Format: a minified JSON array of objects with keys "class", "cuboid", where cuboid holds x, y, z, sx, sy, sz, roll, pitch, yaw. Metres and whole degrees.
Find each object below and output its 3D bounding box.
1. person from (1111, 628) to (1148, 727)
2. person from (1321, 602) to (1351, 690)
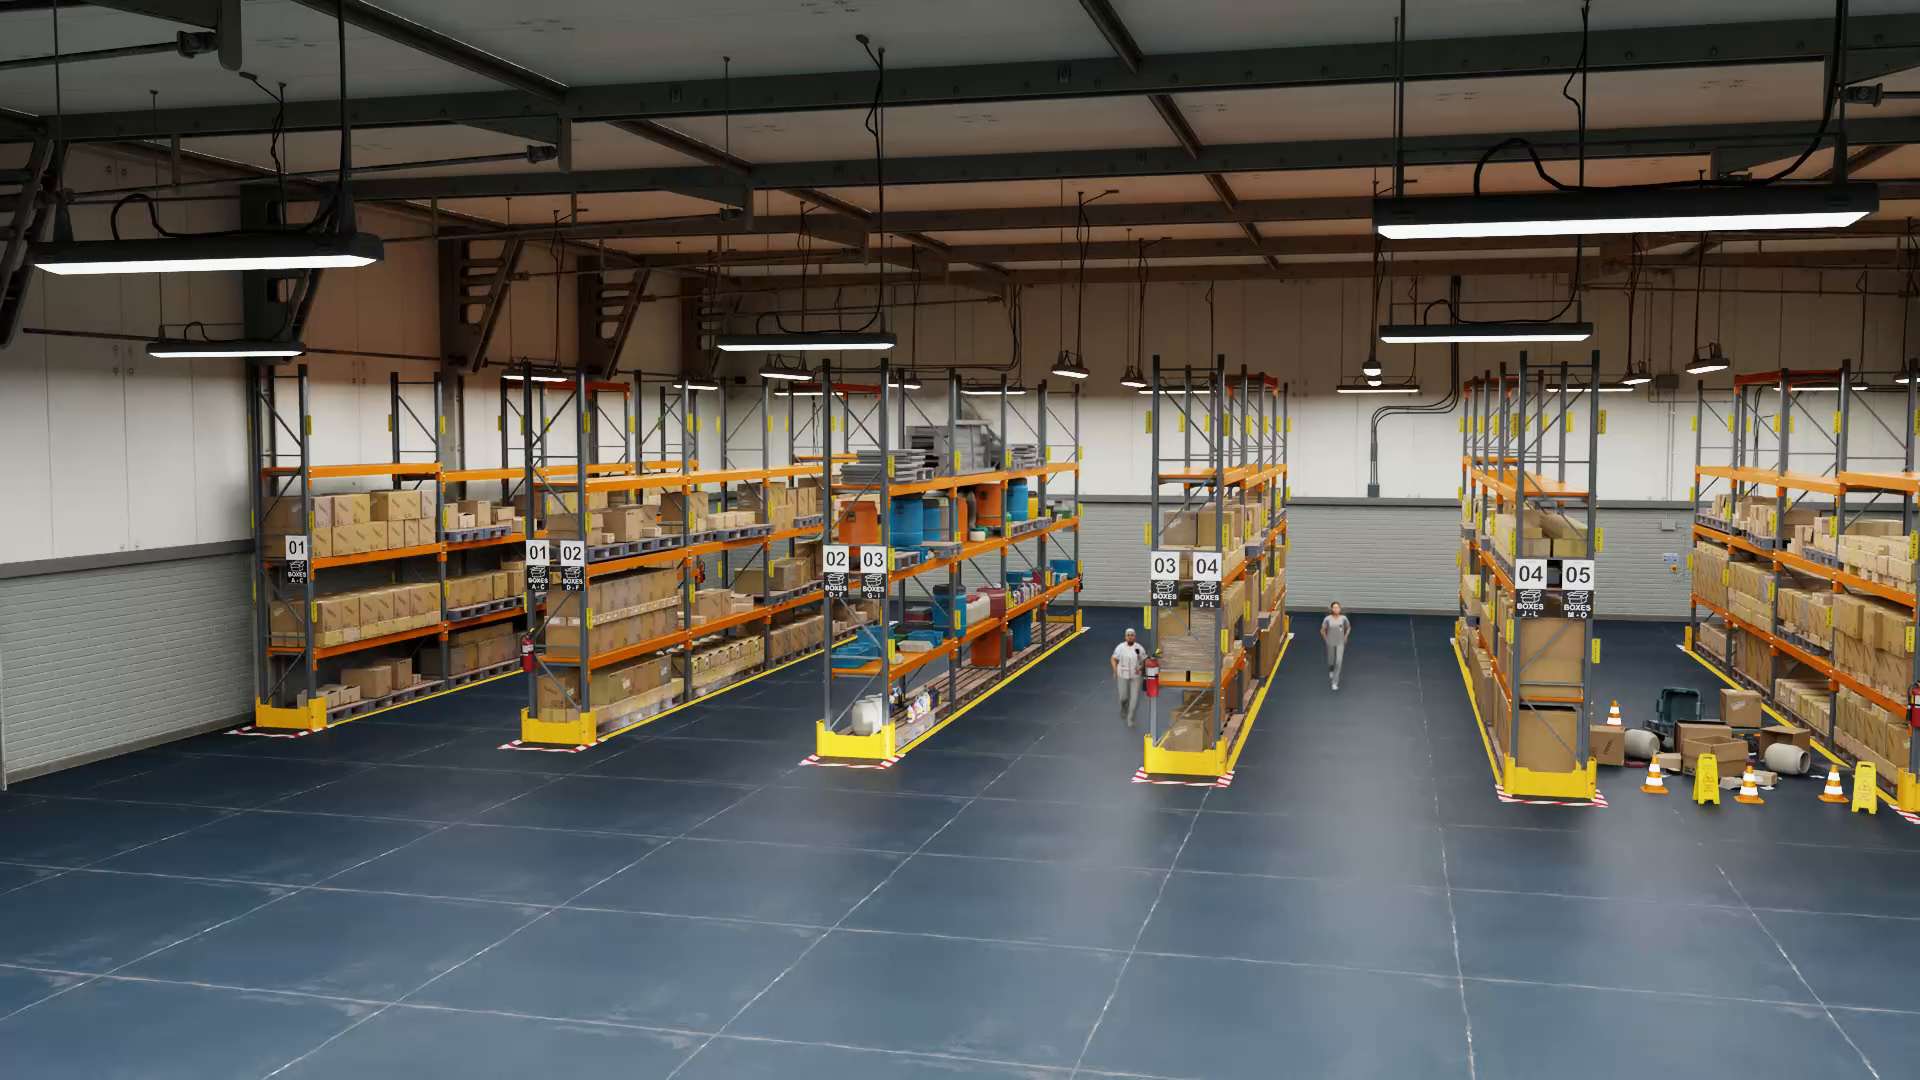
[{"class":"person","cuboid":[2.802,2.274,27.476,0.607,1.622,0.550,0,4,4]},{"class":"person","cuboid":[7.181,2.002,31.785,0.565,1.654,0.791,1,4,11]}]
